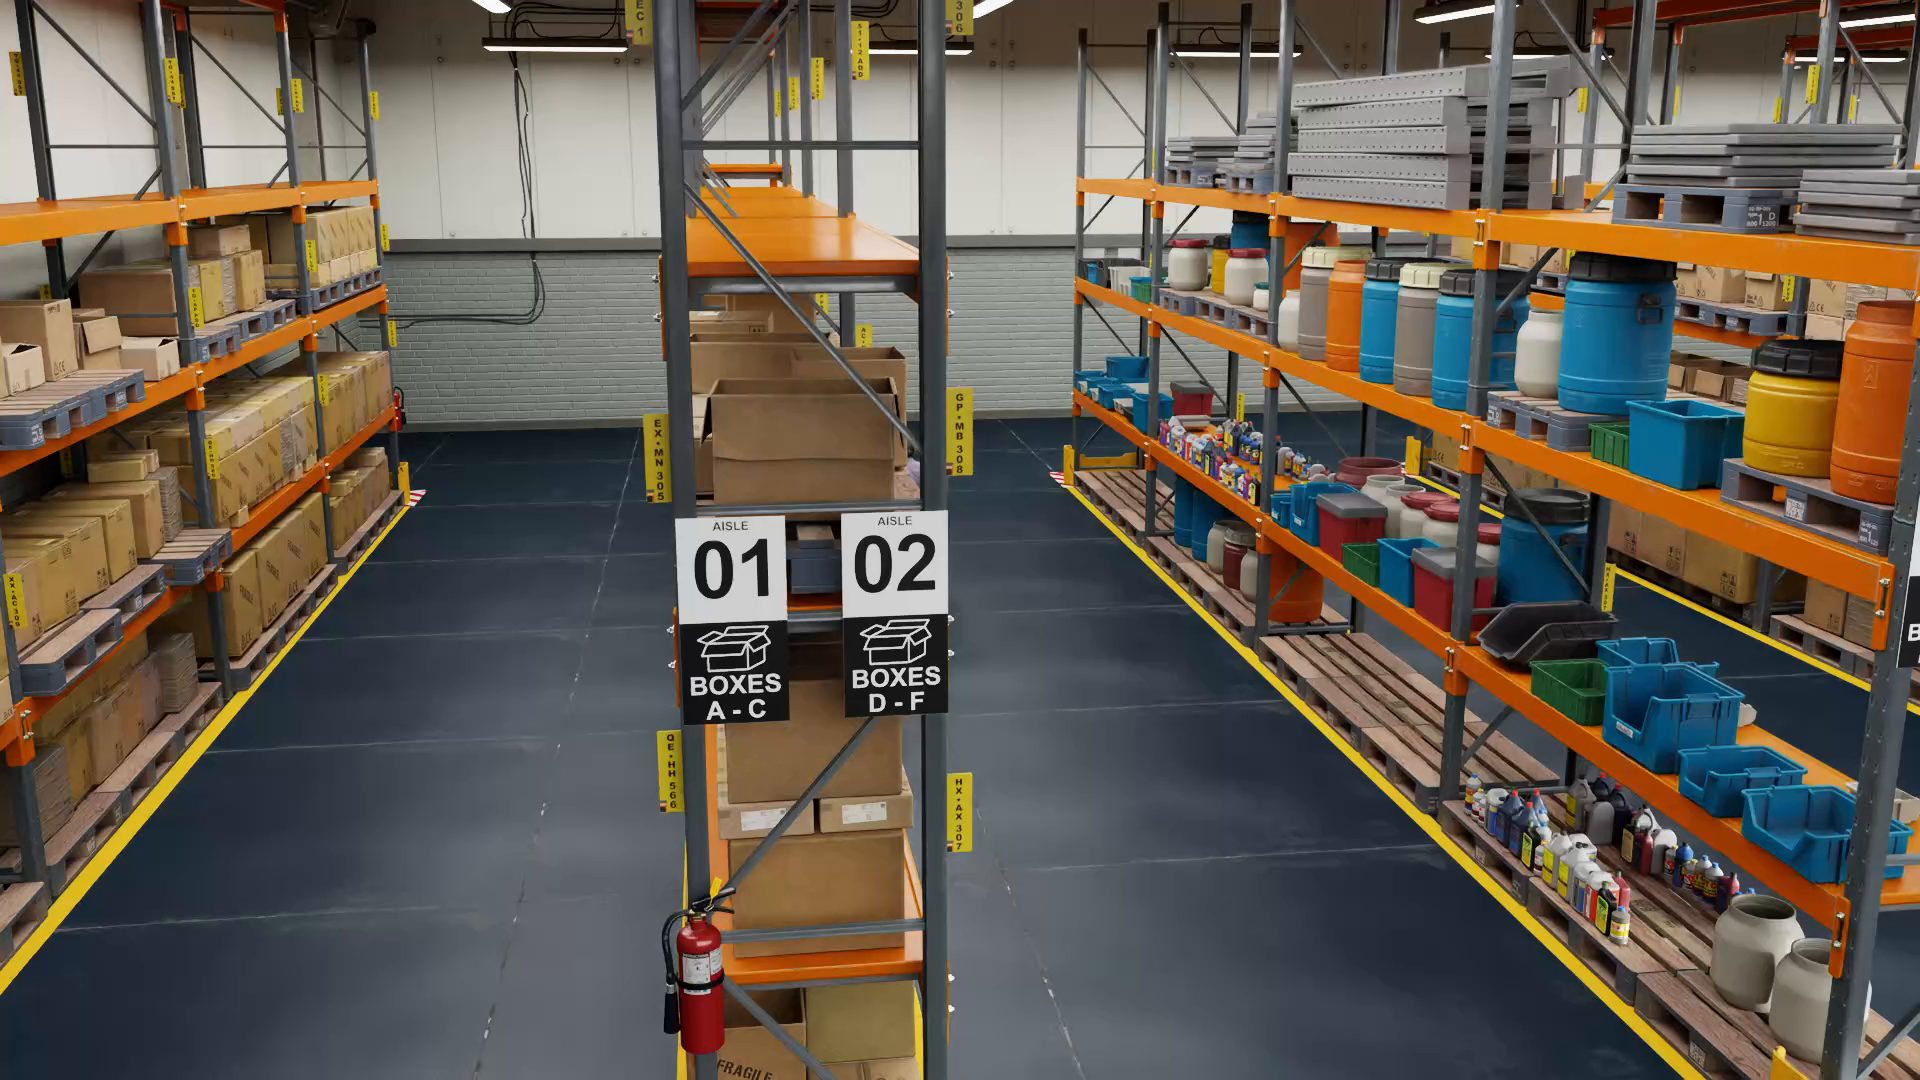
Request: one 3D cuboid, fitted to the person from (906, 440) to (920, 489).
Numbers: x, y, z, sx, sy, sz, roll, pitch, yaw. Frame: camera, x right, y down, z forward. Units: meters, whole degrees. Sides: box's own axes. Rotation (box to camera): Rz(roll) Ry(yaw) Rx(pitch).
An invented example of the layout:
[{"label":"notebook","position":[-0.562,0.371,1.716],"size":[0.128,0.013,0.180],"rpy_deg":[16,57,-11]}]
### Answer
[{"label":"person","position":[-0.582,-0.251,17.053],"size":[0.494,1.642,0.547],"rpy_deg":[-5,14,-21]}]
